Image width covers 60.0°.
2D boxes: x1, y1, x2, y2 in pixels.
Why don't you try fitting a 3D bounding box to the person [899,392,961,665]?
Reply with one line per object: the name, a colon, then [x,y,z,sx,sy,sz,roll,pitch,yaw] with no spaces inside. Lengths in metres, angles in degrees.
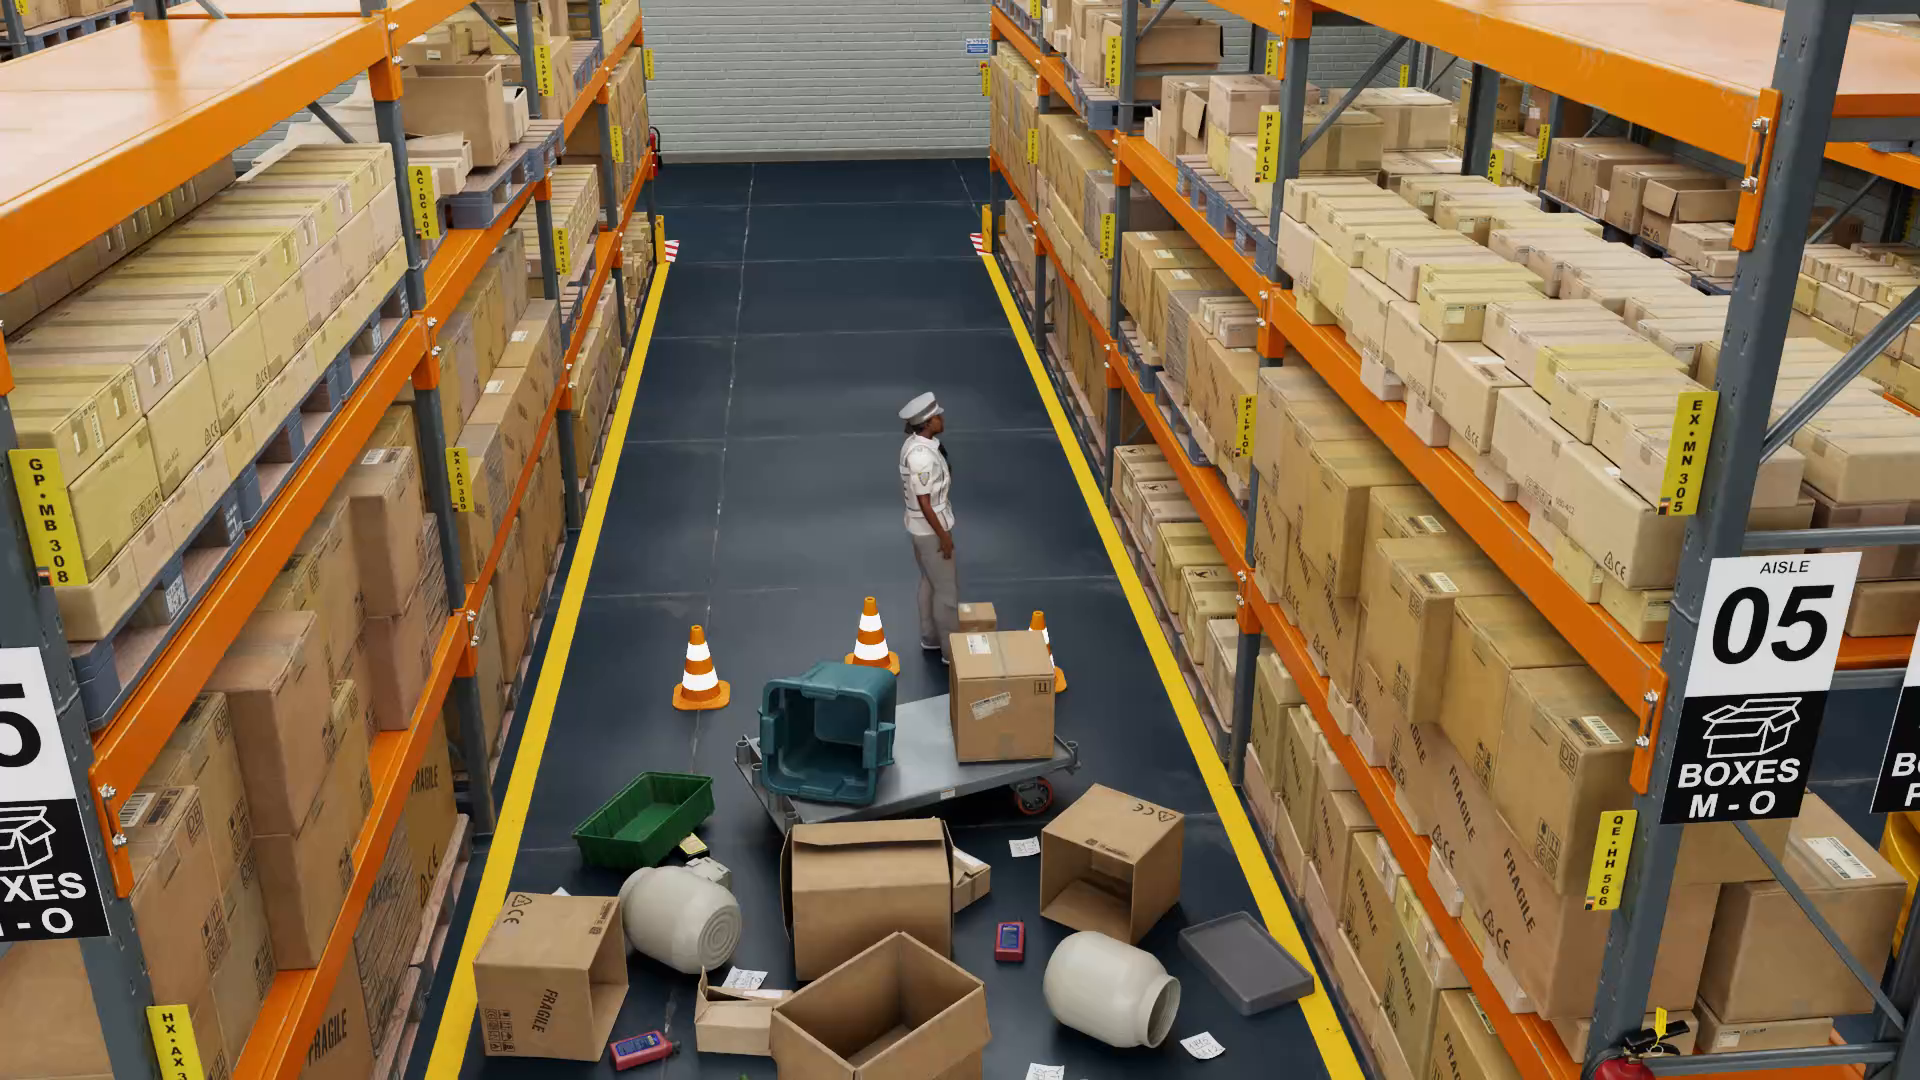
person: [-0.103,-0.080,10.215,0.530,1.696,0.566,-2,24,-5]
